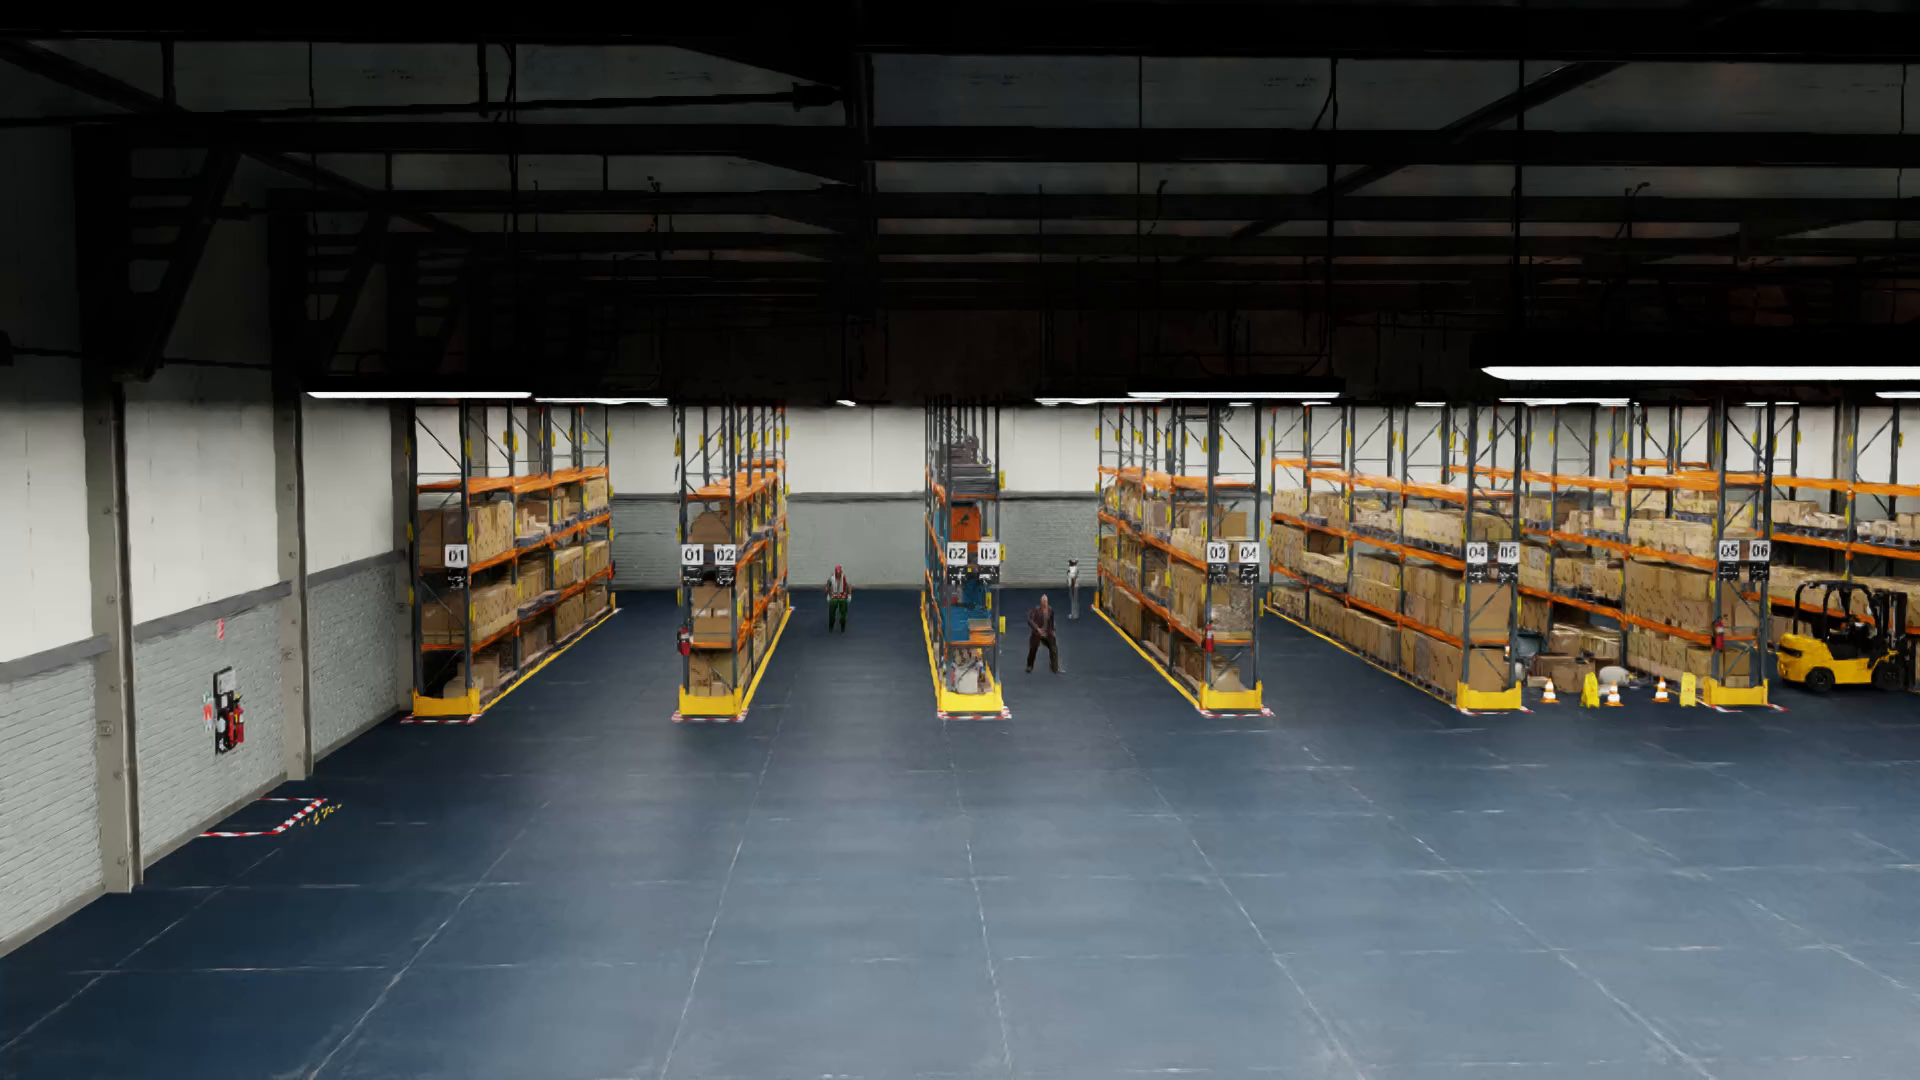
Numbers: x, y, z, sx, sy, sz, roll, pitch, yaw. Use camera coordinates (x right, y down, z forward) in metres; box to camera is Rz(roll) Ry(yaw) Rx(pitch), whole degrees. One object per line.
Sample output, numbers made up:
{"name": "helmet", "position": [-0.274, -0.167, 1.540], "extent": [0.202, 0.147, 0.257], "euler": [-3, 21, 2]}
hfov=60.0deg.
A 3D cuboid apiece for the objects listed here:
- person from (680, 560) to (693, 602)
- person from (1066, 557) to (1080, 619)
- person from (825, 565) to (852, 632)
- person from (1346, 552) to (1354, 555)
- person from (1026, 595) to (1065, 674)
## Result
{"name": "person", "position": [-7.940, 1.072, 48.600], "extent": [0.488, 1.587, 1.089], "euler": [0, 5, -5]}
{"name": "person", "position": [3.089, 1.304, 45.296], "extent": [0.378, 1.666, 0.576], "euler": [0, 5, 5]}
{"name": "person", "position": [-3.114, 1.500, 42.569], "extent": [0.677, 1.742, 0.552], "euler": [0, 5, -5]}
{"name": "person", "position": [11.006, 1.126, 46.919], "extent": [0.492, 1.764, 0.626], "euler": [-2, 5, -26]}
{"name": "person", "position": [1.771, 2.023, 35.867], "extent": [0.735, 1.712, 0.904], "euler": [-2, 5, -19]}
